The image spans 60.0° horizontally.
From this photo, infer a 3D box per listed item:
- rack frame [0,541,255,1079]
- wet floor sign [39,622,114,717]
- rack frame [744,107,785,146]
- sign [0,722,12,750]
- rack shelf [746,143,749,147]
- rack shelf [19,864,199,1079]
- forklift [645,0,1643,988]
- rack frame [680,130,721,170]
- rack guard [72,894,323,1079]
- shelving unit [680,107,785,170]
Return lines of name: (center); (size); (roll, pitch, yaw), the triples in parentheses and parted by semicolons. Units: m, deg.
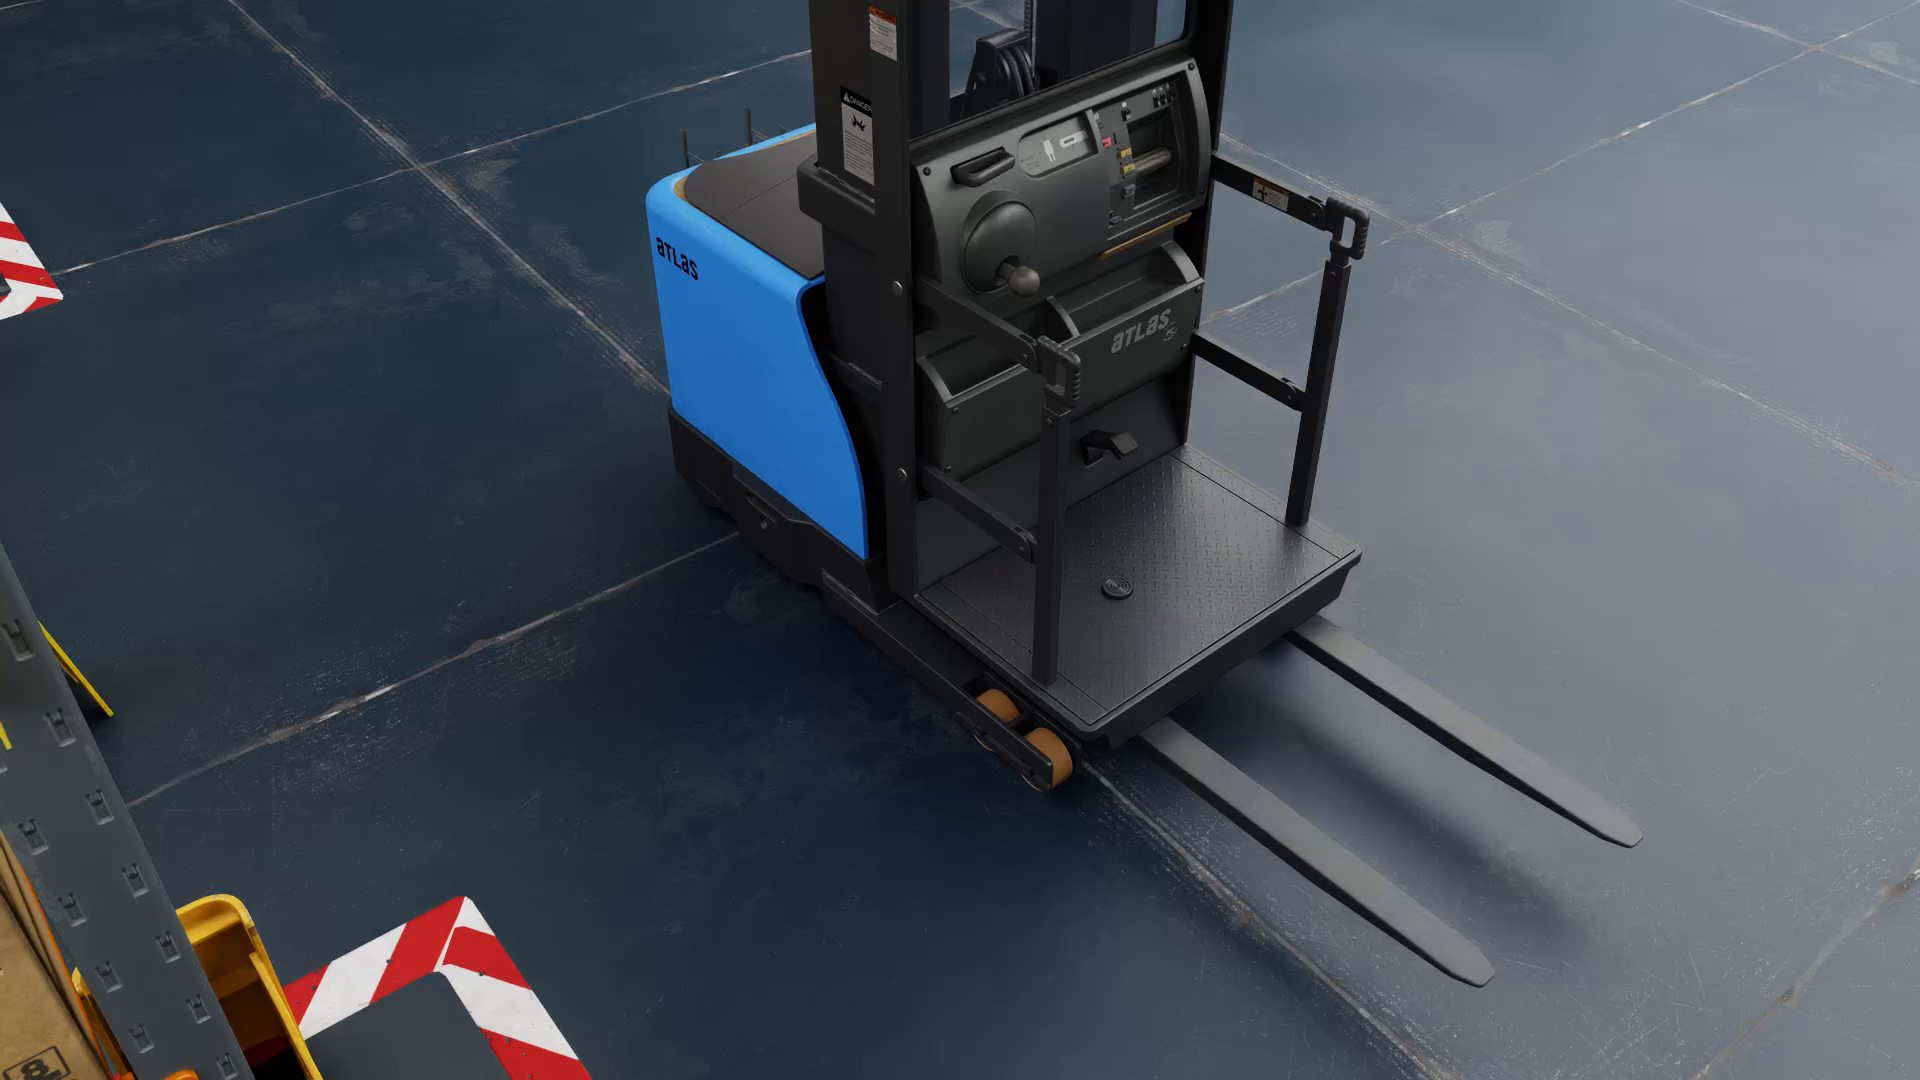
rack frame: (-1.360, 0.334, 2.478); (0.127, 3.000, 1.000); (-26, 46, -28)
wet floor sign: (-2.544, 0.237, 4.452); (0.267, 0.644, 0.232); (30, 48, 31)
rack frame: (-0.613, -0.918, 5.541); (0.008, 1.050, 0.200); (-30, 48, -31)
sign: (-1.040, 0.073, 1.696); (0.005, 0.325, 0.100); (-26, 46, -28)
rack shelf: (-0.704, -1.078, 5.305); (0.240, 0.259, 0.215); (-30, 48, -31)
rack shelf: (-2.946, 1.385, 1.764); (4.000, 0.370, 1.077); (-26, 46, -28)
forklift: (0.413, -0.831, 3.952); (1.130, 2.935, 3.031); (-29, 47, -30)
rack frame: (-0.795, -0.815, 5.415); (0.008, 1.050, 0.200); (-30, 48, -31)
rack guard: (-1.341, 1.291, 3.282); (0.348, 0.500, 1.175); (-26, 46, -28)
shelving unit: (-0.704, -0.866, 5.478); (0.252, 1.050, 0.215); (-30, 48, -31)
